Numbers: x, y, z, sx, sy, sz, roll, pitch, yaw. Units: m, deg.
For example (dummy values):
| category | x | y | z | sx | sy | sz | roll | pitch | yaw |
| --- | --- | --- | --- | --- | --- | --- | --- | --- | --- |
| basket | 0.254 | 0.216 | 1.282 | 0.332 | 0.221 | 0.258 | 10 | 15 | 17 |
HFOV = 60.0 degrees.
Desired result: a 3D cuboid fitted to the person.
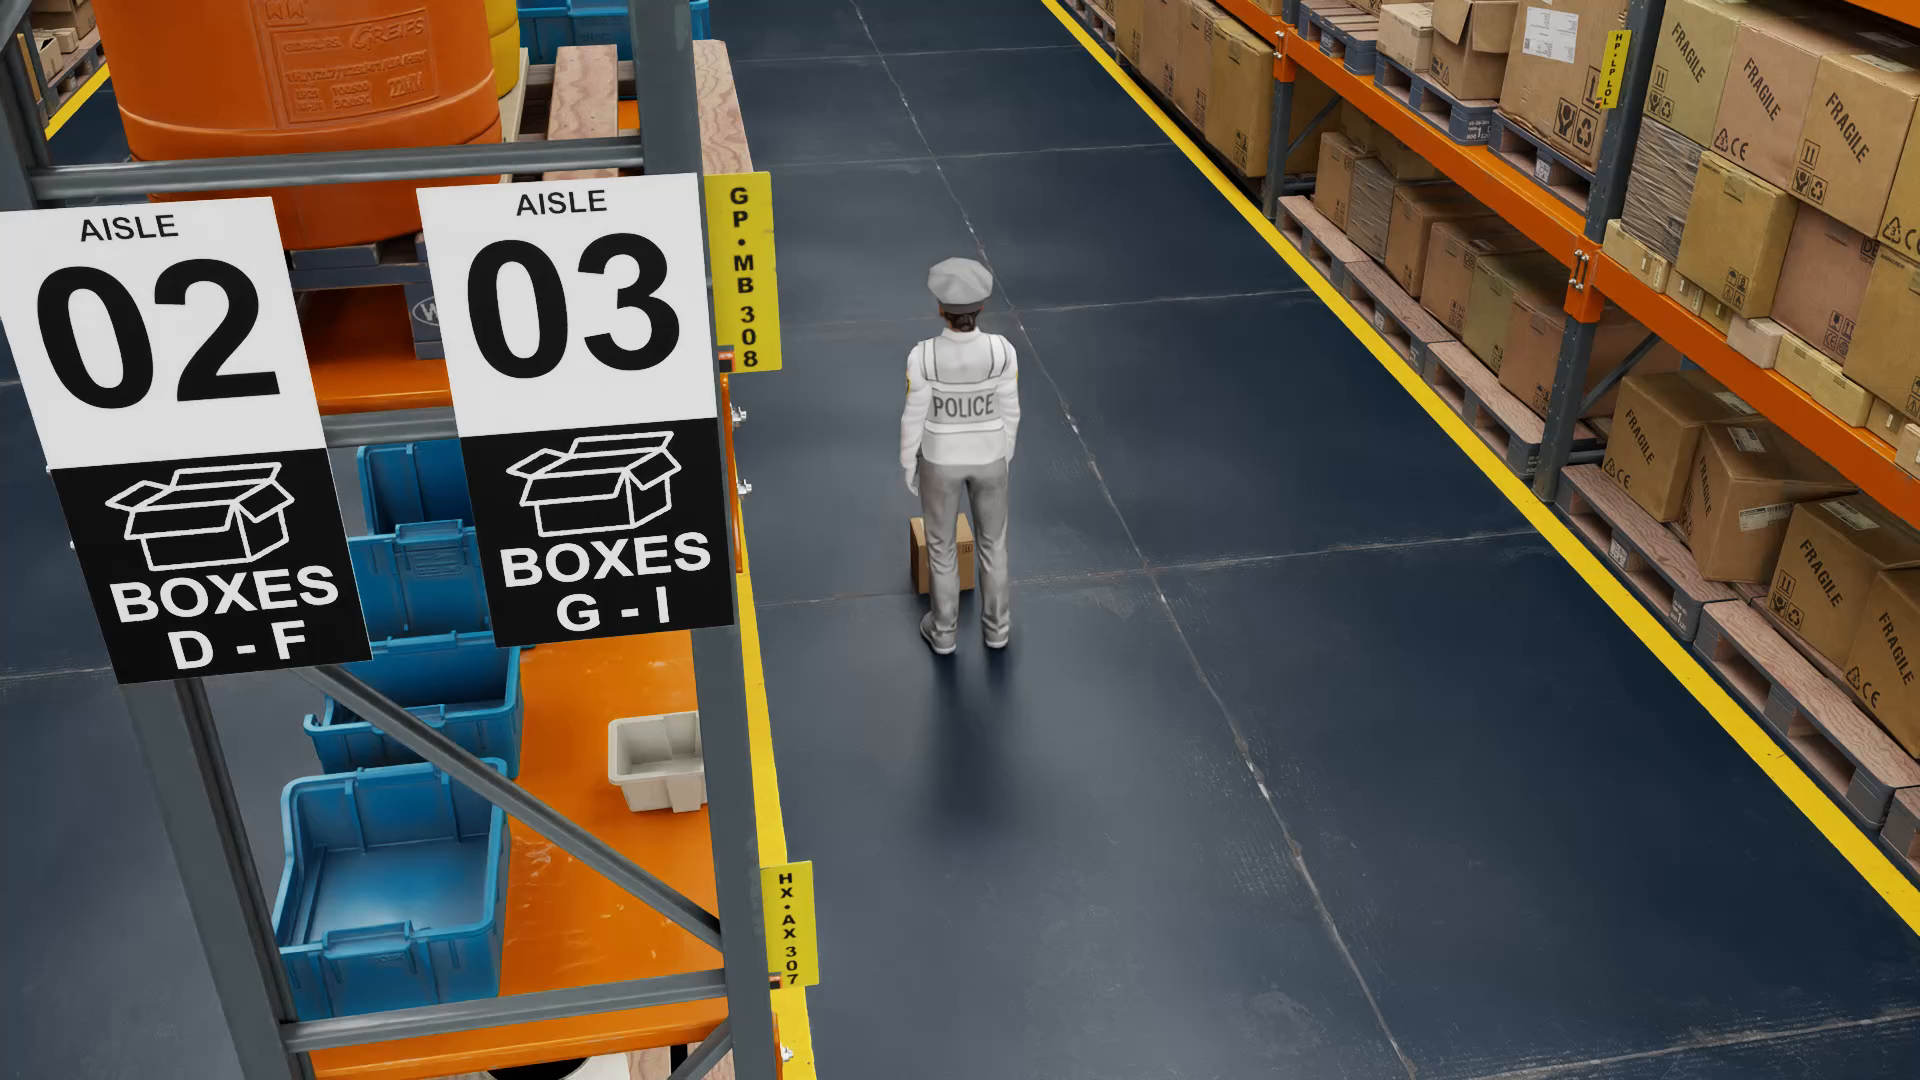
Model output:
| category | x | y | z | sx | sy | sz | roll | pitch | yaw |
| --- | --- | --- | --- | --- | --- | --- | --- | --- | --- |
| person | -0.003 | -0.310 | 6.632 | 0.473 | 1.687 | 0.348 | -5 | 31 | -8 |
